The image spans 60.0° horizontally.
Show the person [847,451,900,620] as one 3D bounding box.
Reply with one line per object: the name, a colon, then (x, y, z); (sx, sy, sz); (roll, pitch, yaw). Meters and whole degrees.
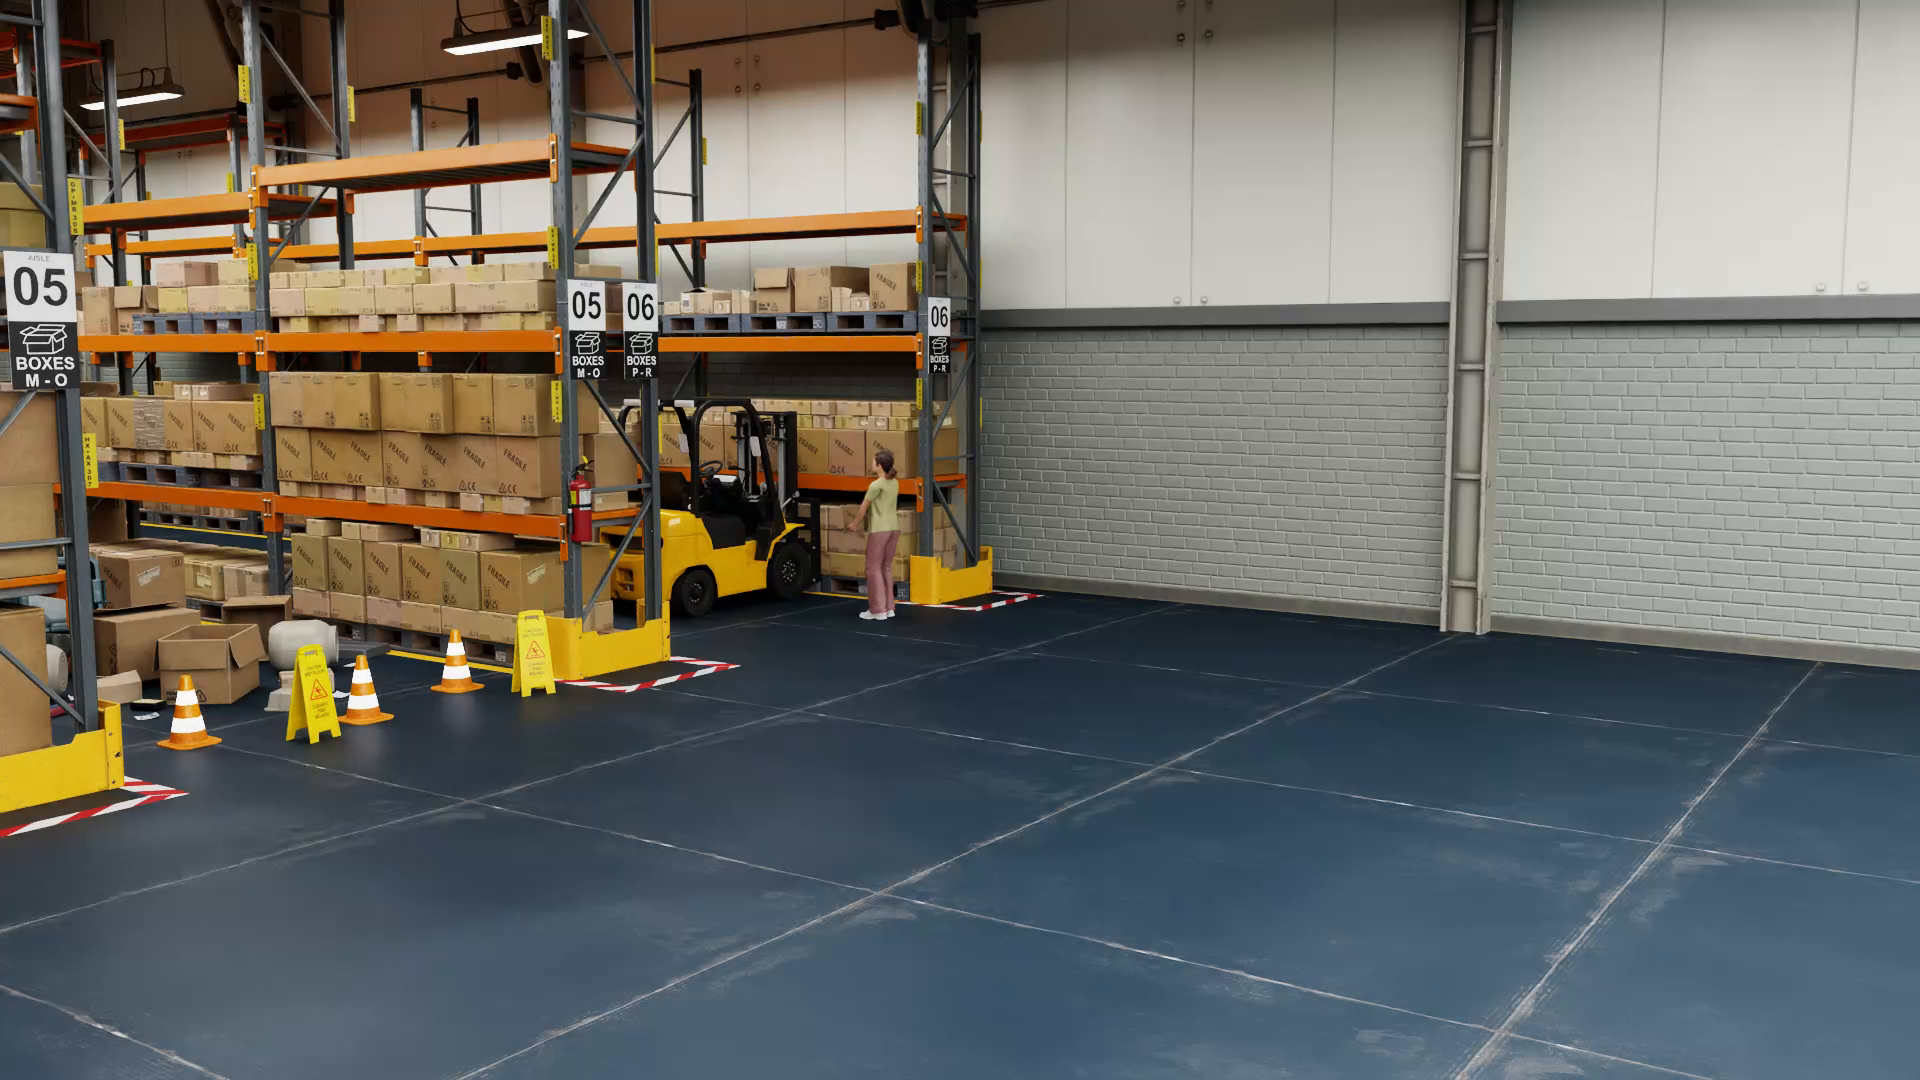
person: (-0.837, -0.053, 16.496); (0.527, 1.669, 0.405); (4, 8, 33)
